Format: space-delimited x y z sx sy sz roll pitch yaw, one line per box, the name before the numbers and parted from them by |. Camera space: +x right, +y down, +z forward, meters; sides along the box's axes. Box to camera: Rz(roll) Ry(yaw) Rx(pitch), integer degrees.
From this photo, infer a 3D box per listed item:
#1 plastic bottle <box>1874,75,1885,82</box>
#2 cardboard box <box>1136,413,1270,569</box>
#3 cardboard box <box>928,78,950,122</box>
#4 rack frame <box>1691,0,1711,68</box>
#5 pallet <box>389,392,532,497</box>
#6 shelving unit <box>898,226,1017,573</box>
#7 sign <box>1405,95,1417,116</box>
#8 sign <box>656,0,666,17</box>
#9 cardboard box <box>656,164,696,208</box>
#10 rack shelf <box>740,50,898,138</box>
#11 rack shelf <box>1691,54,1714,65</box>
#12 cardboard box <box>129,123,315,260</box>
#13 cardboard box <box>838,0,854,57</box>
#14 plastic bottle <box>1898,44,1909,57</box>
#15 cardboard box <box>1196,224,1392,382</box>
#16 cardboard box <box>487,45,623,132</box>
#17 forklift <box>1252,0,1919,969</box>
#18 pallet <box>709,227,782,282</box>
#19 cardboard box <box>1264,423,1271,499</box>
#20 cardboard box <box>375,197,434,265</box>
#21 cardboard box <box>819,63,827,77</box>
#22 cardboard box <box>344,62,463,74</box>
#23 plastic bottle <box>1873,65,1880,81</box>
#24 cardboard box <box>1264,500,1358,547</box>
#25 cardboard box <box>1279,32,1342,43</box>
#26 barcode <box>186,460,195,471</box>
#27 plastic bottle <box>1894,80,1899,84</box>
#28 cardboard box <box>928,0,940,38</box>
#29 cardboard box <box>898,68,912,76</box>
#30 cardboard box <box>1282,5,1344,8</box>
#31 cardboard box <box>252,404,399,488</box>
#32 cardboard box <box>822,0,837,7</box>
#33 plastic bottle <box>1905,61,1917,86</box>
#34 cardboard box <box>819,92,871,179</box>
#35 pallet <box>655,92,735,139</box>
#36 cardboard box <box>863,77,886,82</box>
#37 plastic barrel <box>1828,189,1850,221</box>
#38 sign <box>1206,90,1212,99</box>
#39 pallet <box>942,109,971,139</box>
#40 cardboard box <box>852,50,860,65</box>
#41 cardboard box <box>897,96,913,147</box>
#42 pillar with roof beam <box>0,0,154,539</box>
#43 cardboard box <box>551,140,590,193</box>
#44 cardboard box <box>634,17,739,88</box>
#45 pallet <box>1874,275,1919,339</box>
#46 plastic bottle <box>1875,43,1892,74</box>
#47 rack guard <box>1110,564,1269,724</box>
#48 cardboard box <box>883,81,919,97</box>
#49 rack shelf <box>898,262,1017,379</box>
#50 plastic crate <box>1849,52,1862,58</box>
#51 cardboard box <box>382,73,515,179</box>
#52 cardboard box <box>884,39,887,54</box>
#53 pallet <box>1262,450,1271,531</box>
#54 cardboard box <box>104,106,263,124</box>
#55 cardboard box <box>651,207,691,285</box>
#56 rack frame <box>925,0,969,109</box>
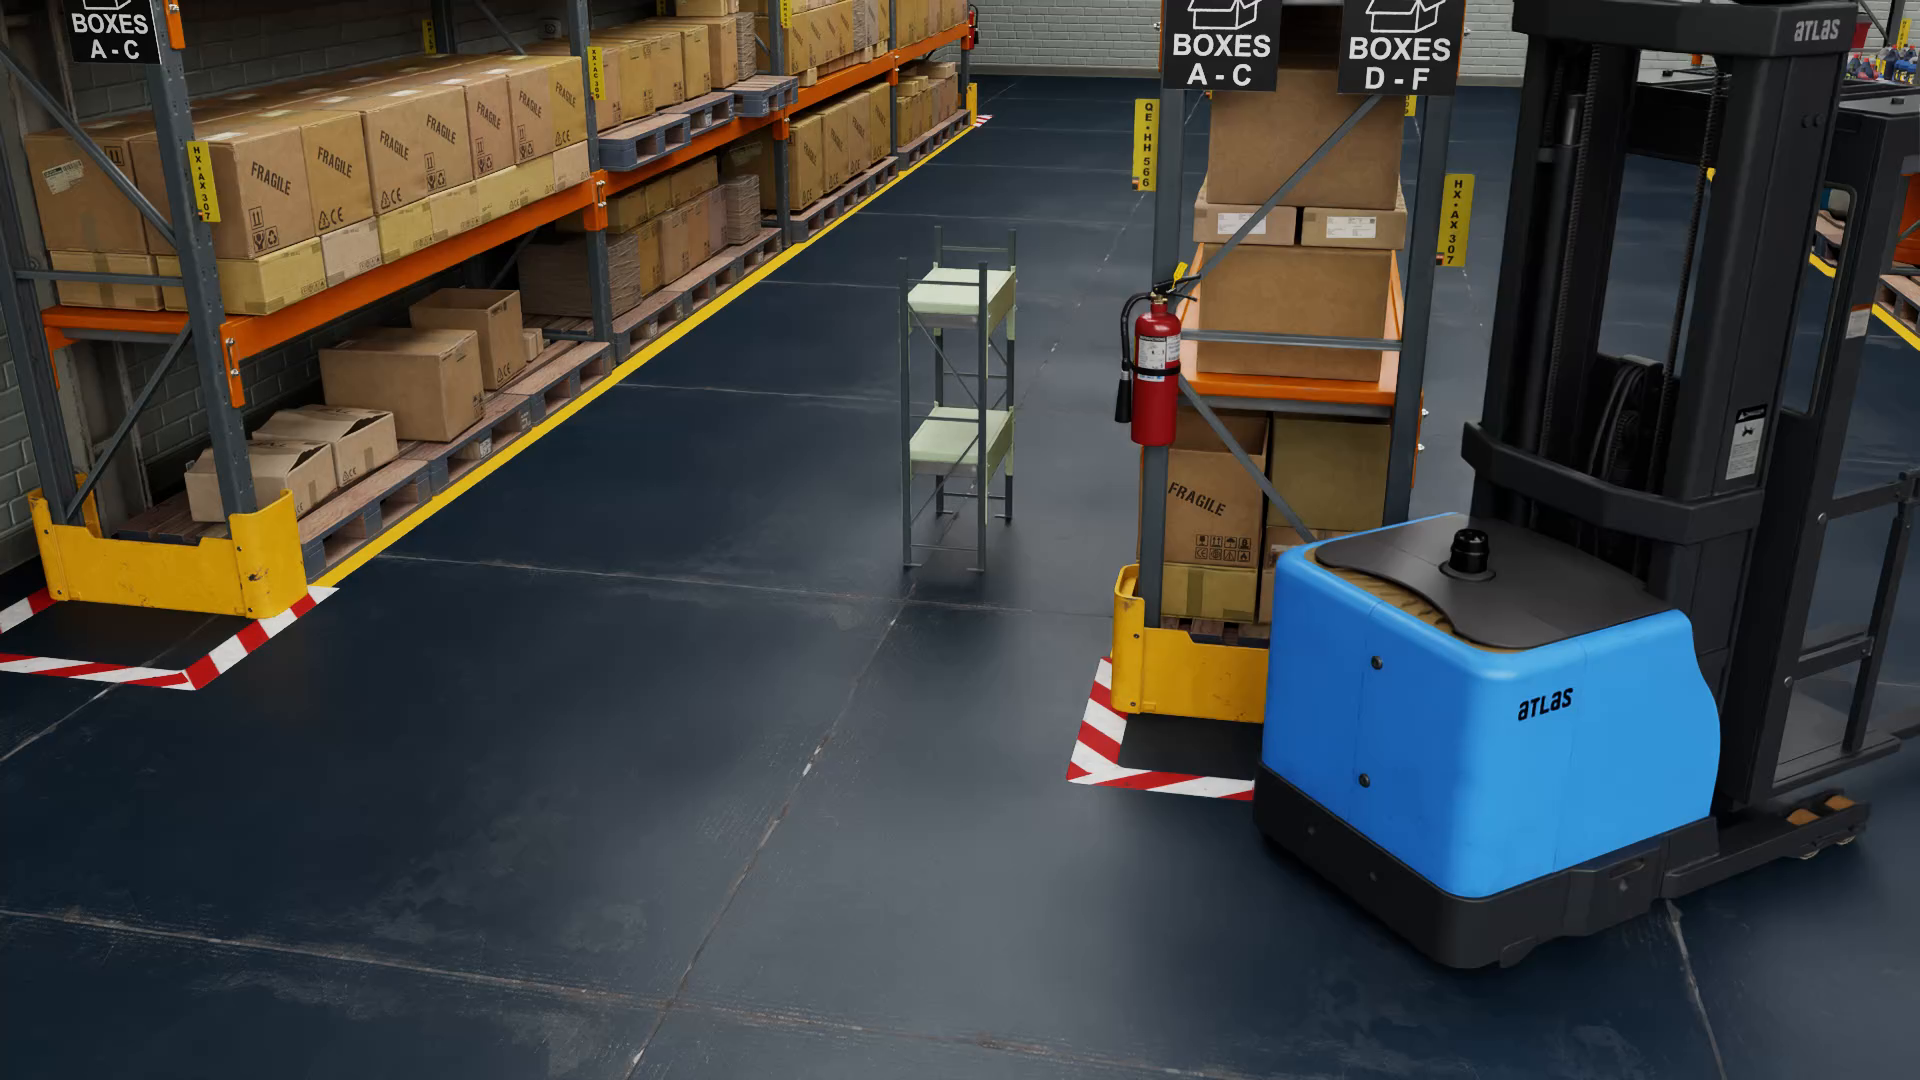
plastic bottle | 7.521 -3.670 13.624 0.097 0.271 0.097 0 22 0
cardboard box | 1.026 -0.221 7.002 0.500 0.500 0.500 4 22 11
cardboard box | -0.525 -5.552 20.907 0.700 0.500 0.500 4 22 11
rack frame | 9.321 -6.208 19.752 1.000 3.000 0.127 4 22 11
pallet | -3.176 -0.585 9.524 1.003 0.211 1.213 4 22 11
shelving unit | -0.001 -0.693 8.067 0.431 1.500 0.755 4 22 11
sign | 2.567 -2.595 9.516 0.100 0.325 0.005 4 22 11
sign | -2.554 -4.615 14.249 0.100 0.325 0.005 4 22 11
cardboard box | -2.384 -2.770 12.970 0.500 0.250 0.500 4 22 11
rack shelf | -1.602 -4.435 16.313 1.077 0.370 4.000 4 22 11
rack shelf | 8.913 -5.143 18.070 1.077 0.370 4.000 4 22 11
cardboard box | -3.251 -1.551 7.359 0.500 0.500 0.500 4 22 11
cardboard box | -1.344 -4.952 16.076 0.500 0.500 0.500 5 22 12
plastic bottle | 8.637 -4.361 15.232 0.144 0.351 0.185 4 22 11
cardboard box | 1.315 -0.951 6.567 0.700 0.500 0.500 4 22 11
cardboard box | -2.689 -3.008 11.085 0.700 0.500 0.500 5 22 11
forklift | 2.557 -0.435 5.511 3.031 2.935 1.130 -11 25 -26
pallet | -2.171 -2.458 14.174 1.003 0.211 1.213 4 22 11
cardboard box | 1.322 -0.423 8.506 0.500 0.250 0.500 4 22 11
cardboard box | -3.031 -1.582 8.441 0.500 0.250 0.500 4 22 10
cardboard box | -1.481 -4.505 15.835 0.380 0.149 0.250 5 22 12
cardboard box | -3.236 -2.517 9.758 0.500 0.500 0.500 4 22 11
plastic bottle | 7.765 -3.883 14.136 0.061 0.283 0.133 4 22 11
cardboard box | 1.633 -0.017 7.499 0.500 0.250 0.500 4 22 11
cardboard box | 1.530 -1.950 7.309 0.700 0.500 0.500 5 22 11
barcode | -3.801 -0.356 8.220 0.001 0.075 0.075 4 22 11
plastic bottle | 7.400 -3.493 13.167 0.061 0.283 0.133 4 22 11
cardboard box | -0.774 -6.370 19.753 0.980 0.700 0.700 3 22 8
cardboard box | -0.798 -5.727 20.473 0.380 0.149 0.250 5 22 12
cardboard box | 1.939 -2.683 9.131 0.700 0.500 0.500 5 22 11
cardboard box | -3.297 -0.523 8.647 0.500 0.311 0.500 6 23 15
cardboard box | -1.458 -5.105 15.451 0.500 0.250 0.500 5 22 11
plastic bottle | 8.362 -4.067 14.609 0.097 0.271 0.097 0 22 0
cardboard box | -1.378 -4.125 16.896 0.750 0.750 0.750 5 23 13
pallet | -2.374 -3.221 12.593 1.003 0.211 1.213 4 22 11
cardboard box | -1.006 -5.353 19.546 0.380 0.149 0.250 4 22 9
plastic barrel | 8.030 -3.129 14.877 0.421 0.512 0.421 0 22 0
sign | 1.490 -2.736 9.689 0.100 0.325 0.005 4 22 11
pallet | -0.465 -5.371 21.407 1.003 0.211 1.213 4 22 11
cardboard box | -1.223 -4.877 16.757 0.380 0.149 0.250 4 22 11
cardboard box | -0.941 -4.801 19.043 0.700 0.500 0.500 5 22 12
pillar with roof beam | -0.132 -3.888 5.962 9.100 9.000 0.400 4 22 11
cardboard box | -2.627 -2.318 10.267 0.500 0.250 0.500 5 22 11
cardboard box | -2.184 -3.909 13.321 0.700 0.500 0.500 2 22 6
pallet | 7.492 -1.708 12.312 1.003 0.211 1.213 4 22 11
plastic bottle | 8.496 -4.372 15.260 0.144 0.351 0.185 4 22 11
rack guard | 1.203 0.433 6.609 1.175 0.500 0.348 4 22 11
cardboard box | -0.693 -5.213 19.199 0.380 0.149 0.250 5 23 13
rack shelf | -0.001 -1.055 7.922 0.431 0.370 0.720 4 22 11
plastic crate | 8.739 -4.810 16.554 0.396 0.136 0.243 4 22 11
cardboard box | -2.830 -2.299 9.217 0.500 0.500 0.500 4 22 9
cardboard box | -0.986 -5.248 17.678 0.380 0.149 0.250 5 22 11
pallet | 1.574 -0.169 8.492 1.003 0.211 1.213 4 22 11
cardboard box | -3.642 -1.771 7.906 0.500 0.500 0.500 5 22 12
cardboard box | -2.493 -2.266 12.721 0.700 0.500 0.500 5 22 12
rack frame | -0.378 -6.963 21.627 1.000 3.000 0.127 4 22 11
